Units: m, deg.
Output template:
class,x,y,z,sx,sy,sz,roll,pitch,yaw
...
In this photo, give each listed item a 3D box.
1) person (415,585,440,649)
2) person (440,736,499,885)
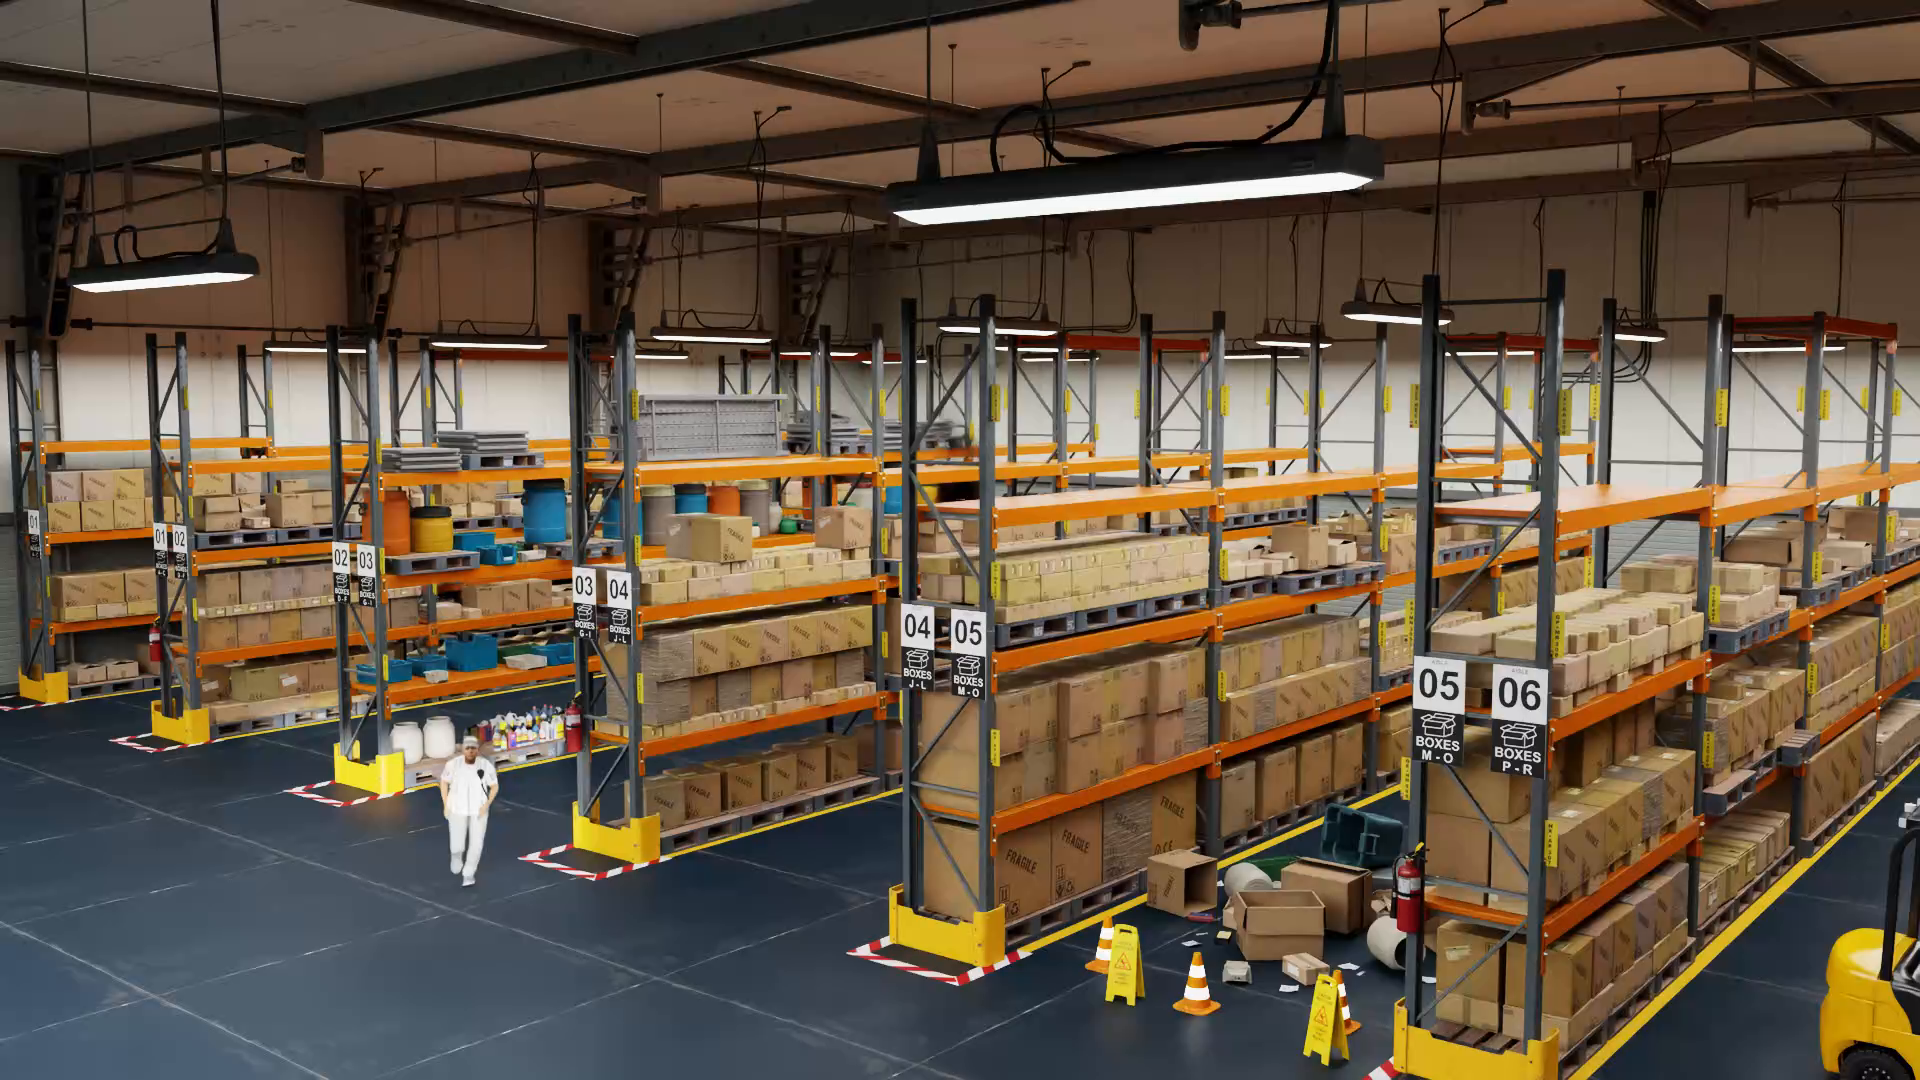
class,x,y,z,sx,sy,sz,roll,pitch,yaw
person,-9.728,1.588,30.273,0.646,1.712,0.927,2,6,25
person,-5.104,2.815,17.335,0.579,1.587,0.529,-2,5,-20
